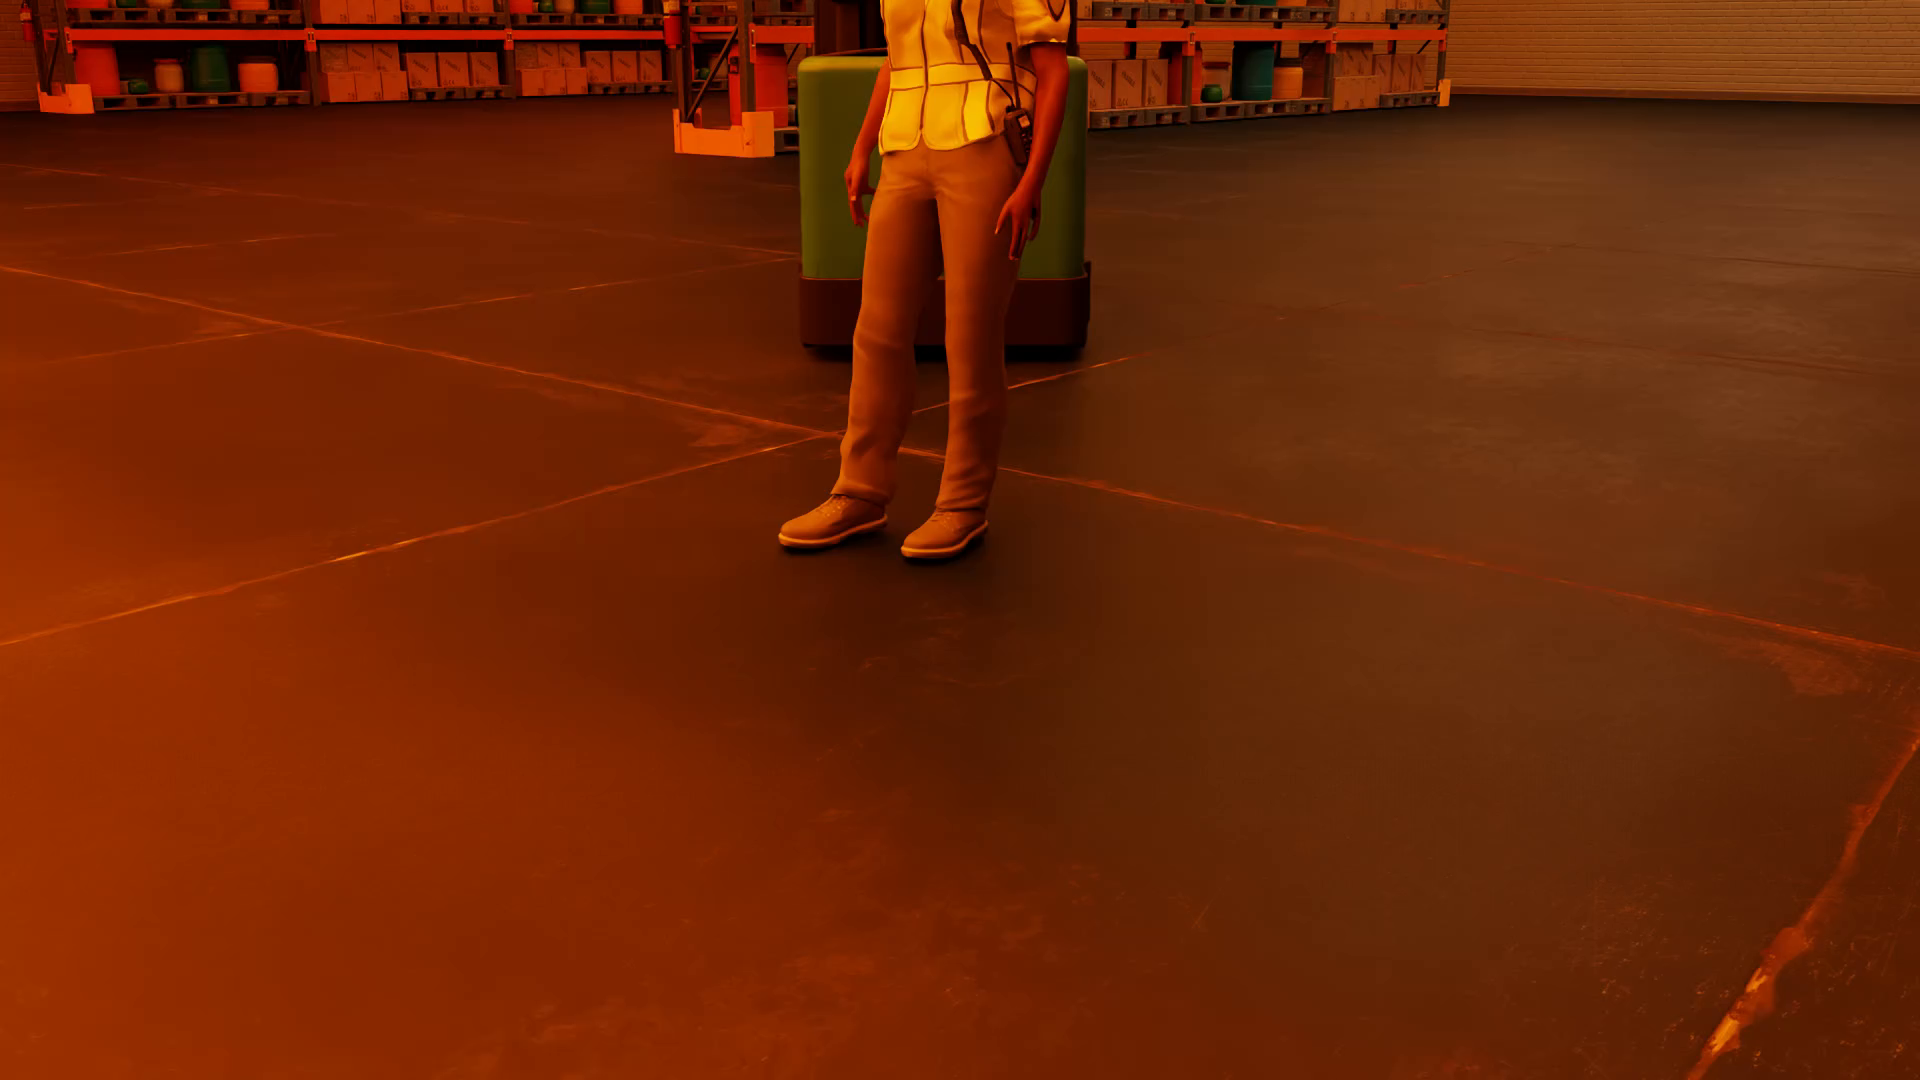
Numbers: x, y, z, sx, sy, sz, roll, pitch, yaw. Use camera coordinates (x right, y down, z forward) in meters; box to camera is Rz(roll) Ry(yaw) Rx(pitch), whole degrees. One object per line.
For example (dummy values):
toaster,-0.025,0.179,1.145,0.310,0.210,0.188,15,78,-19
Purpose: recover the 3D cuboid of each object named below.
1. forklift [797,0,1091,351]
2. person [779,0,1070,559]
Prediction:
forklift,-0.060,-2.476,7.050,1.130,2.935,3.031,0,17,0
person,-0.063,-0.805,3.651,0.570,1.695,0.530,13,21,37
